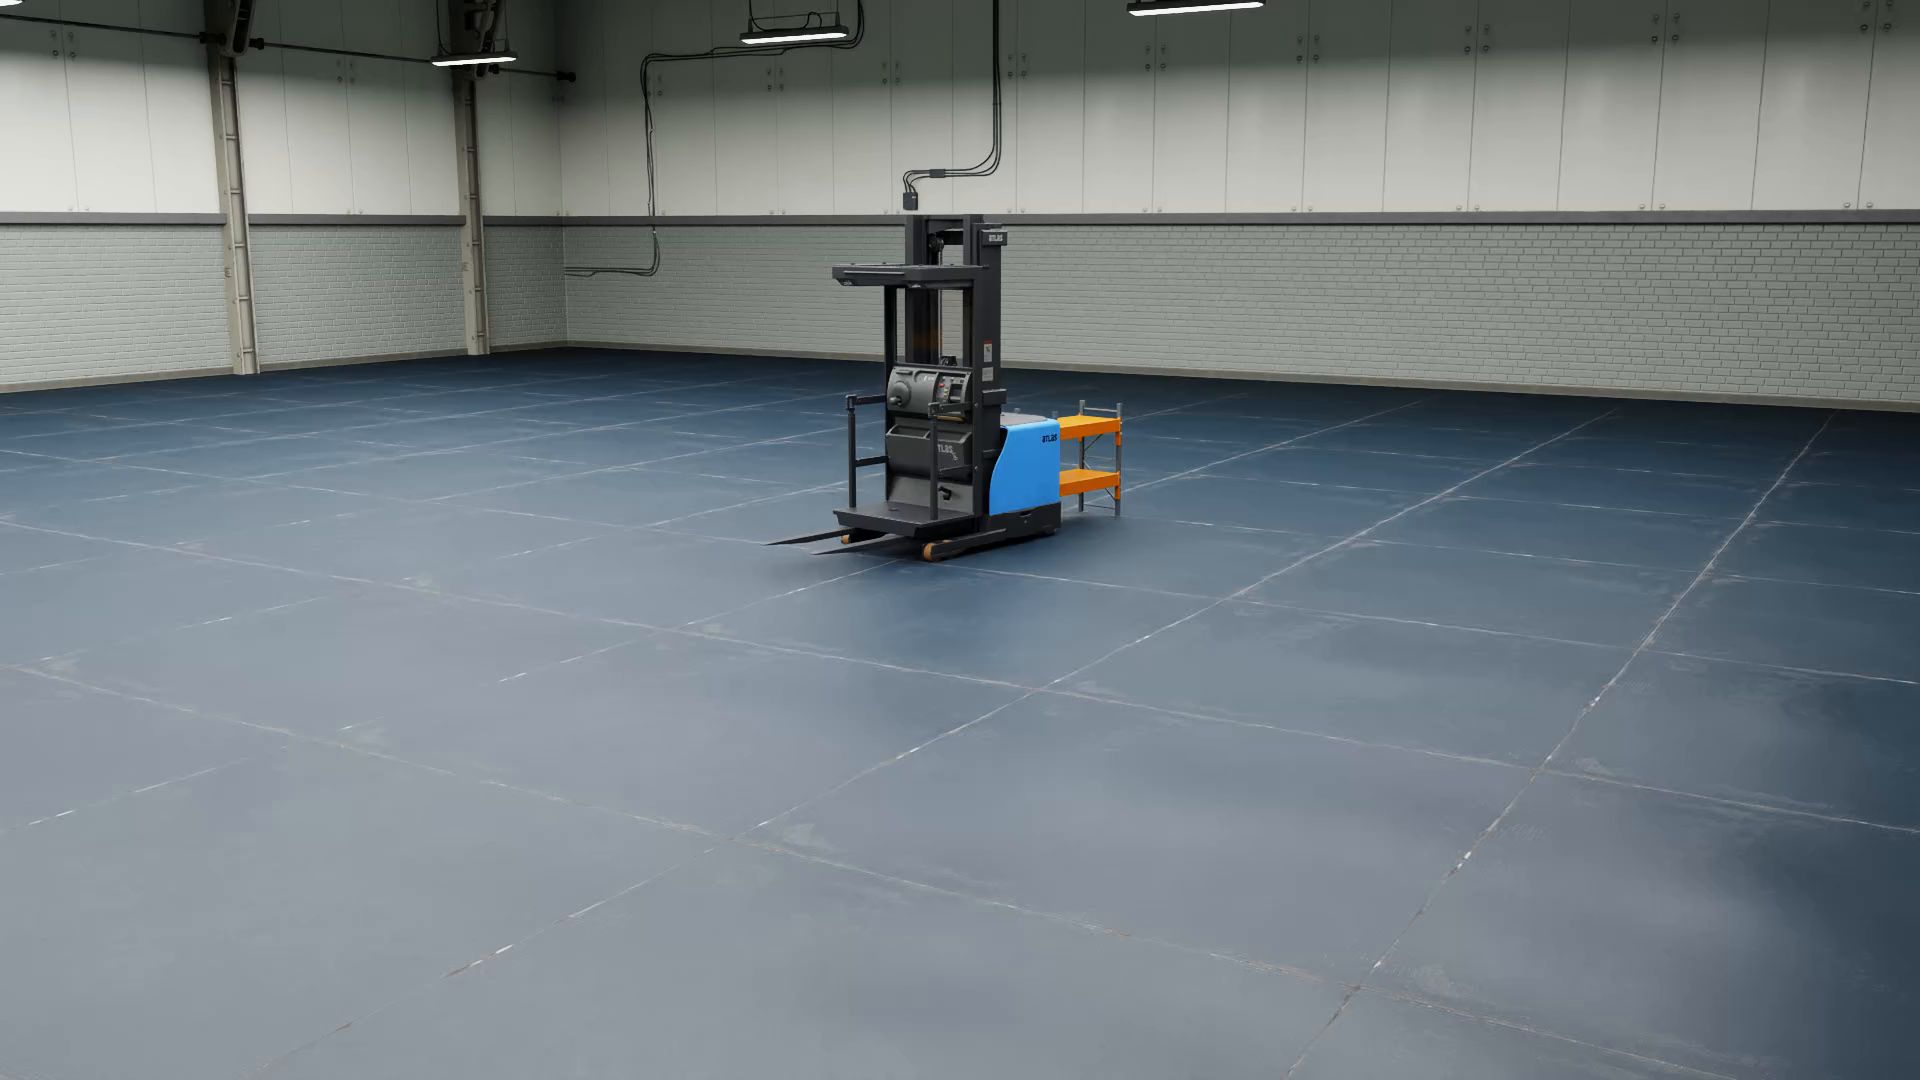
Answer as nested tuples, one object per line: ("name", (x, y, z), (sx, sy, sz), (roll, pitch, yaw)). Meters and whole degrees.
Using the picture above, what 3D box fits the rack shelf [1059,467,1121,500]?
("rack shelf", (1.054, -0.501, 16.198), (0.538, 0.278, 1.000), (9, 14, 41))

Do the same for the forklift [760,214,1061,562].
("forklift", (-0.414, -1.355, 14.524), (1.130, 2.935, 3.031), (9, 14, 41))

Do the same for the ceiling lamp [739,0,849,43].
("ceiling lamp", (-2.583, -9.751, 27.017), (2.000, 3.185, 0.800), (6, 12, 31))

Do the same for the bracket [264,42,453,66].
("bracket", (-12.202, -9.914, 33.970), (0.076, 0.066, 4.783), (6, 12, 31))

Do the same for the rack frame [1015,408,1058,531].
("rack frame", (0.717, -0.671, 15.779), (0.500, 1.125, 0.032), (9, 14, 41))

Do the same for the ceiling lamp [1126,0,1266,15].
("ceiling lamp", (3.451, -9.076, 23.414), (2.000, 3.185, 0.800), (6, 12, 31))

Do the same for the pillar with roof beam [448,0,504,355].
("pillar with roof beam", (-7.273, -8.238, 34.799), (9.100, 9.000, 0.548), (6, 12, 31))

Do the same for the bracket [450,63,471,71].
("bracket", (-10.864, -10.319, 36.134), (0.235, 0.232, 0.430), (6, 12, 31))

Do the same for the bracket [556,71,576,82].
("bracket", (-9.203, -10.823, 38.823), (0.235, 0.232, 0.430), (6, 12, 31))

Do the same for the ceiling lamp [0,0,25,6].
("ceiling lamp", (-13.629, -9.024, 23.135), (2.000, 3.185, 0.800), (6, 12, 31))

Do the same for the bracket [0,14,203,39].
("bracket", (-15.317, -8.970, 28.930), (0.076, 0.066, 4.783), (6, 12, 31))

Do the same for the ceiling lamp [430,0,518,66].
("ceiling lamp", (-8.899, -10.457, 30.788), (2.000, 3.185, 0.800), (6, 12, 31))

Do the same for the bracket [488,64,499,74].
("bracket", (-10.433, -10.450, 36.832), (0.235, 0.232, 0.430), (6, 12, 31))

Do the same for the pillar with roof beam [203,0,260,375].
("pillar with roof beam", (-10.388, -7.294, 29.758), (9.100, 9.000, 0.548), (6, 12, 31))

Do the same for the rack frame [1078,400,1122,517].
("rack frame", (1.391, -0.811, 16.527), (0.500, 1.125, 0.032), (9, 14, 41))

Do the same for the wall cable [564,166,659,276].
("wall cable", (-8.292, -7.460, 39.081), (3.097, 2.526, 0.112), (6, 12, 31))

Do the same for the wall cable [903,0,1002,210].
("wall cable", (-0.187, -9.748, 33.625), (2.305, 6.003, 0.169), (6, 12, 31))

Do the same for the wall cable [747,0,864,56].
("wall cable", (-3.335, -11.624, 35.238), (3.097, 2.526, 0.112), (6, 12, 31))

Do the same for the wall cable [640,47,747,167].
("wall cable", (-5.980, -9.684, 37.236), (3.097, 2.526, 0.112), (6, 12, 31))

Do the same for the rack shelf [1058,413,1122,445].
("rack shelf", (1.054, -1.029, 16.099), (0.538, 0.278, 1.000), (9, 14, 41))

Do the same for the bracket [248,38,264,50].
("bracket", (-13.548, -9.506, 31.791), (0.235, 0.232, 0.430), (6, 12, 31))

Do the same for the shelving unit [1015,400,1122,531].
("shelving unit", (1.054, -0.741, 16.153), (0.538, 1.125, 1.048), (9, 14, 41))

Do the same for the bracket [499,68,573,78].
("bracket", (-9.509, -10.730, 38.326), (0.076, 0.066, 3.189), (6, 12, 31))

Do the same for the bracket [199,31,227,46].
("bracket", (-13.979, -9.376, 31.094), (0.235, 0.232, 0.430), (6, 12, 31))
